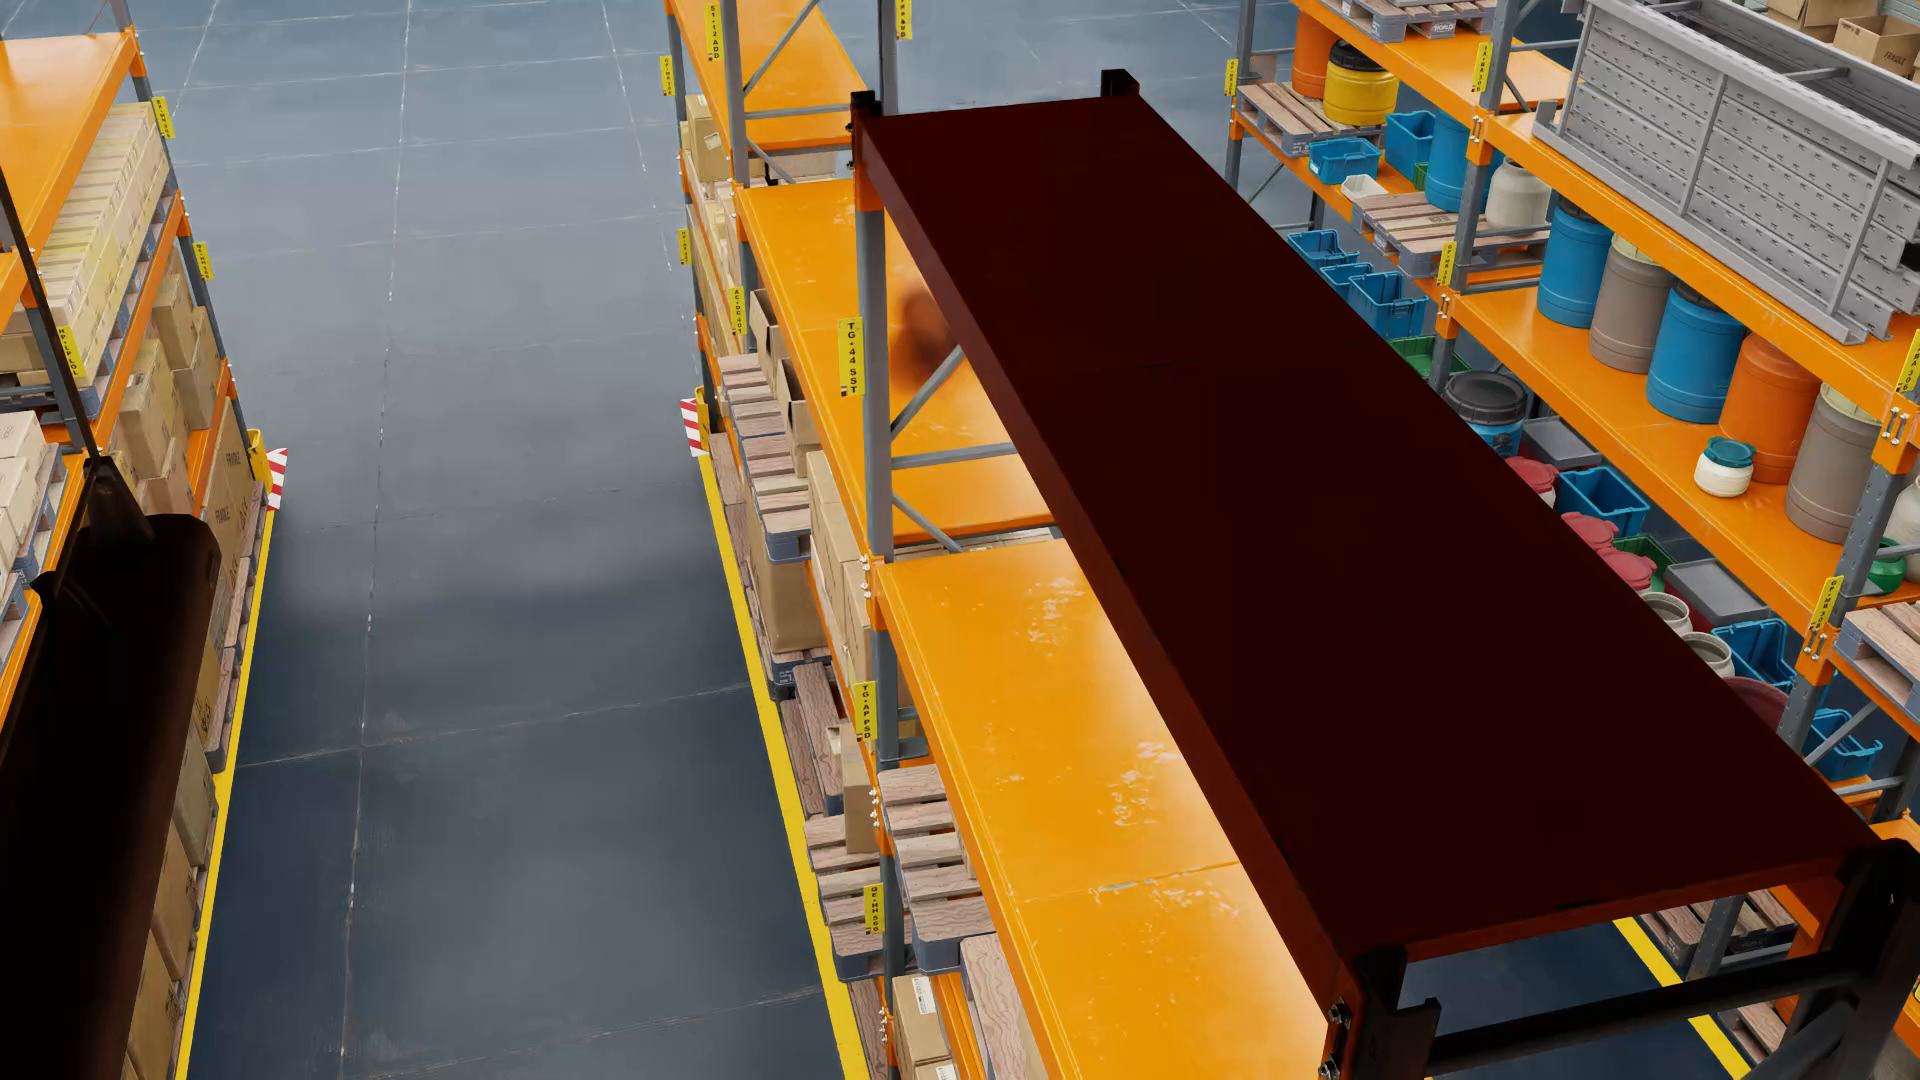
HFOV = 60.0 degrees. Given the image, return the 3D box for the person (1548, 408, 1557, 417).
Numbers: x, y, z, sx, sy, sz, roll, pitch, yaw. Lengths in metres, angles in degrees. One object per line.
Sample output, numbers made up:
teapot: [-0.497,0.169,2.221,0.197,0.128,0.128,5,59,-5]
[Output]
person: [5.279,-1.216,14.426,0.565,1.631,0.778,-14,37,-20]
